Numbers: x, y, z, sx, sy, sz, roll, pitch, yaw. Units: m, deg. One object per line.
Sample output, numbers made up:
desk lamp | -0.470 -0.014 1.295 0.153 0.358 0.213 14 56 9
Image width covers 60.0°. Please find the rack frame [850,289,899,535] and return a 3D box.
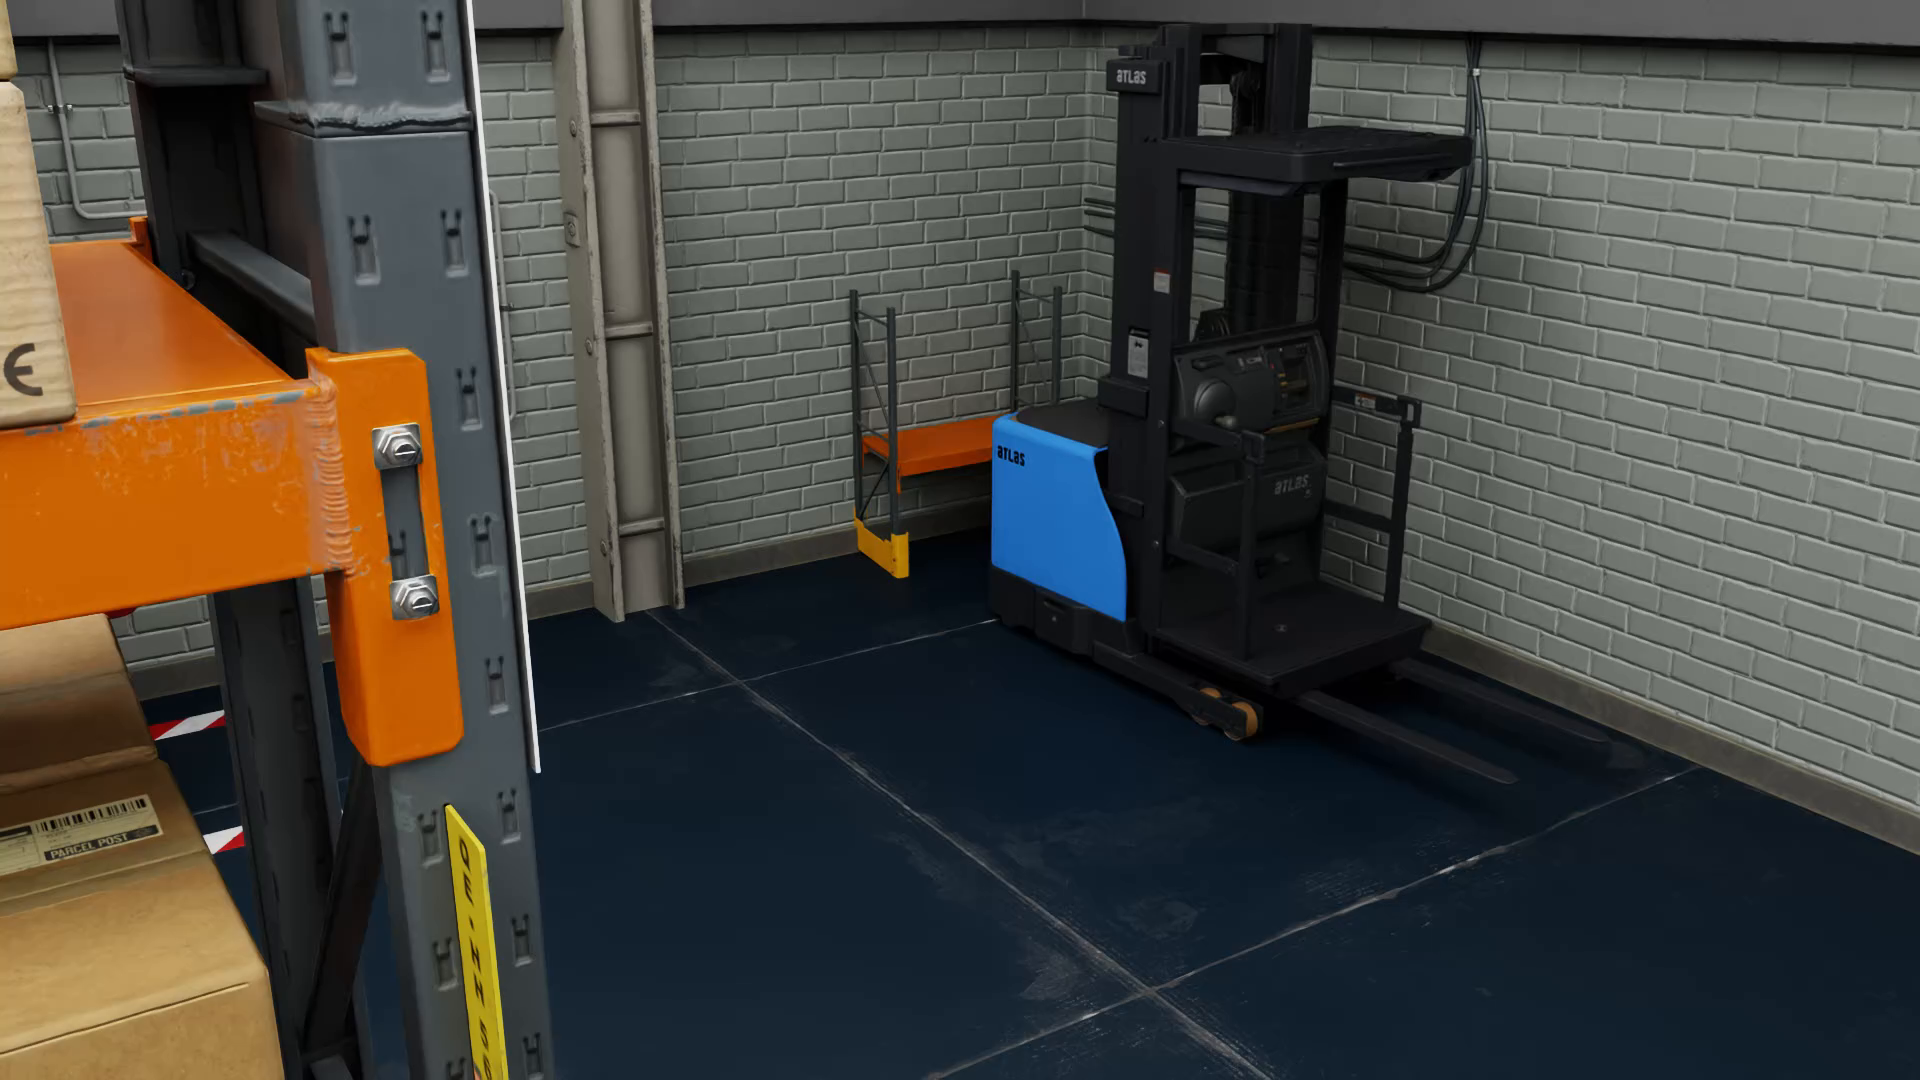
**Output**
rack frame | -0.466 -0.583 9.094 0.032 1.500 0.500 -11 24 -26

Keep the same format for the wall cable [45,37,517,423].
wall cable | -2.912 -1.327 7.401 1.851 1.984 0.084 -12 22 -31

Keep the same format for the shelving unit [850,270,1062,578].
shelving unit | -0.012 -0.673 9.324 1.083 1.500 0.587 -11 24 -26

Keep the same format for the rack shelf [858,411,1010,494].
rack shelf | -0.020 -0.504 9.386 1.000 0.185 0.538 -11 24 -26

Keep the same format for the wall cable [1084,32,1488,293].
wall cable | 1.459 -2.639 8.348 0.112 2.526 3.097 -12 22 -31

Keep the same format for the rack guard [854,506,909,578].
rack guard | -0.449 -0.004 9.331 0.087 0.250 0.587 -11 24 -26

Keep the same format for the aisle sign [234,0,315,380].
aisle sign | -0.838 -0.365 2.082 0.004 0.787 0.394 -12 22 -31

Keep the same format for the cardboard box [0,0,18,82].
cardboard box | -1.022 -0.471 1.225 0.500 0.250 0.500 -12 22 -31

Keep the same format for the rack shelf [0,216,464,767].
rack shelf | -2.404 0.229 0.823 4.000 0.370 1.077 -12 22 -31

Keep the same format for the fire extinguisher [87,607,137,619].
fire extinguisher | -3.081 -0.057 5.933 0.183 0.674 0.296 -12 22 -31

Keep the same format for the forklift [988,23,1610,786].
forklift | 1.434 -0.700 7.239 1.130 2.935 3.031 -14 23 -35

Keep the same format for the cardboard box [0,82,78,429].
cardboard box | -1.018 -0.232 1.298 0.500 0.250 0.500 -12 22 -31

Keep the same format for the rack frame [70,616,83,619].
rack frame | -3.461 -0.367 6.148 0.127 3.000 1.000 -12 22 -31

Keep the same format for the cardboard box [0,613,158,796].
cardboard box | -1.249 0.444 2.032 0.500 0.500 0.500 -11 22 -30

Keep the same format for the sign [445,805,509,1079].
sign | -0.445 0.411 1.545 0.005 0.325 0.100 -12 22 -31

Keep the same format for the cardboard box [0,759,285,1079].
cardboard box | -0.954 0.588 1.605 0.500 0.500 0.500 -12 22 -32

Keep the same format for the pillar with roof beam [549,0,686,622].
pillar with roof beam | 0.686 -2.765 3.872 0.400 9.000 9.100 -12 22 -31

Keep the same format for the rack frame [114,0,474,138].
rack frame | -0.734 -1.885 1.270 0.127 3.000 1.000 -12 22 -31

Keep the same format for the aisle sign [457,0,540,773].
aisle sign | -0.508 -0.205 1.607 0.004 0.787 0.394 -12 22 -31

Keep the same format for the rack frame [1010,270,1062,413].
rack frame | 0.426 -0.761 9.546 0.032 1.500 0.500 -11 24 -26

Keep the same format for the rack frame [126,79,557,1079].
rack frame | -0.734 0.957 2.231 0.127 3.000 1.000 -12 22 -31
